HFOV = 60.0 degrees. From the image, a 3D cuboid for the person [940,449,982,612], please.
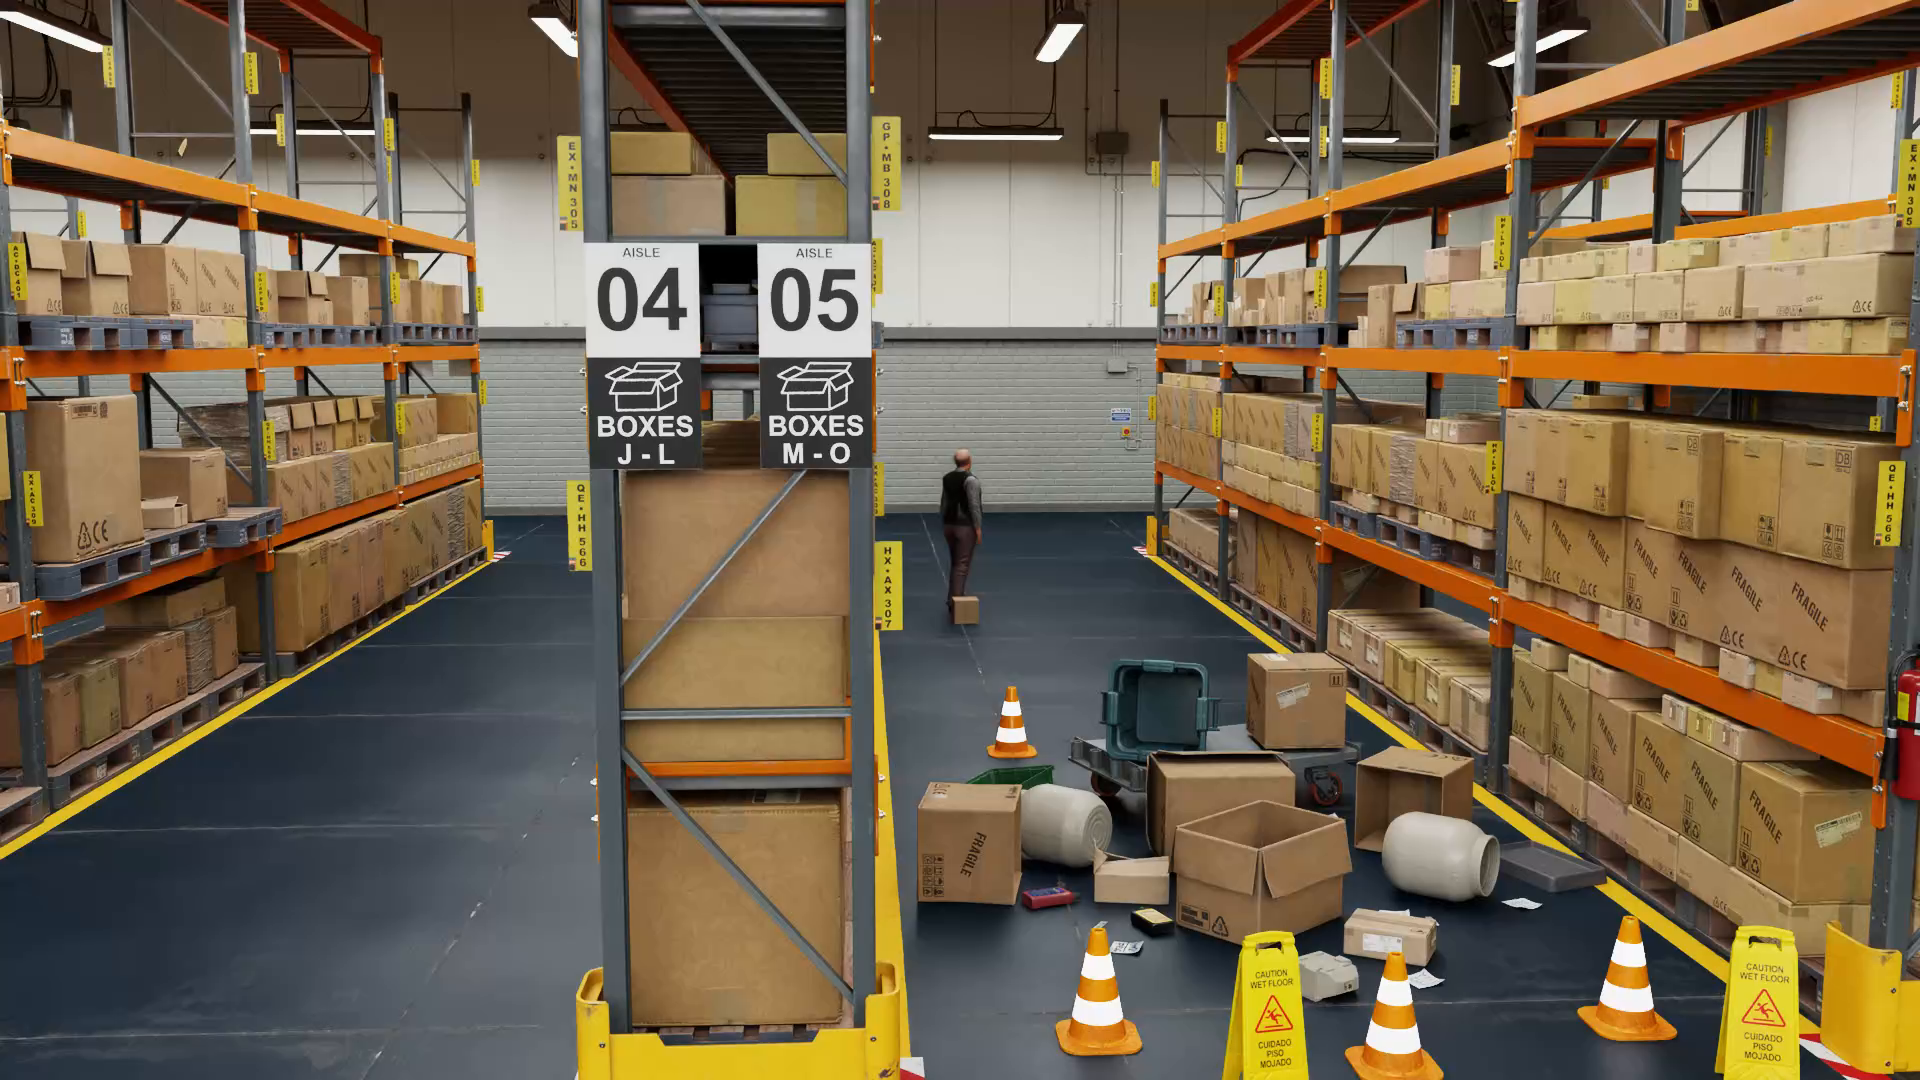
[{"bbox_3d":[0.033,-0.104,17.648,0.546,1.725,0.566,-5,9,-37],"label":"person"}]
